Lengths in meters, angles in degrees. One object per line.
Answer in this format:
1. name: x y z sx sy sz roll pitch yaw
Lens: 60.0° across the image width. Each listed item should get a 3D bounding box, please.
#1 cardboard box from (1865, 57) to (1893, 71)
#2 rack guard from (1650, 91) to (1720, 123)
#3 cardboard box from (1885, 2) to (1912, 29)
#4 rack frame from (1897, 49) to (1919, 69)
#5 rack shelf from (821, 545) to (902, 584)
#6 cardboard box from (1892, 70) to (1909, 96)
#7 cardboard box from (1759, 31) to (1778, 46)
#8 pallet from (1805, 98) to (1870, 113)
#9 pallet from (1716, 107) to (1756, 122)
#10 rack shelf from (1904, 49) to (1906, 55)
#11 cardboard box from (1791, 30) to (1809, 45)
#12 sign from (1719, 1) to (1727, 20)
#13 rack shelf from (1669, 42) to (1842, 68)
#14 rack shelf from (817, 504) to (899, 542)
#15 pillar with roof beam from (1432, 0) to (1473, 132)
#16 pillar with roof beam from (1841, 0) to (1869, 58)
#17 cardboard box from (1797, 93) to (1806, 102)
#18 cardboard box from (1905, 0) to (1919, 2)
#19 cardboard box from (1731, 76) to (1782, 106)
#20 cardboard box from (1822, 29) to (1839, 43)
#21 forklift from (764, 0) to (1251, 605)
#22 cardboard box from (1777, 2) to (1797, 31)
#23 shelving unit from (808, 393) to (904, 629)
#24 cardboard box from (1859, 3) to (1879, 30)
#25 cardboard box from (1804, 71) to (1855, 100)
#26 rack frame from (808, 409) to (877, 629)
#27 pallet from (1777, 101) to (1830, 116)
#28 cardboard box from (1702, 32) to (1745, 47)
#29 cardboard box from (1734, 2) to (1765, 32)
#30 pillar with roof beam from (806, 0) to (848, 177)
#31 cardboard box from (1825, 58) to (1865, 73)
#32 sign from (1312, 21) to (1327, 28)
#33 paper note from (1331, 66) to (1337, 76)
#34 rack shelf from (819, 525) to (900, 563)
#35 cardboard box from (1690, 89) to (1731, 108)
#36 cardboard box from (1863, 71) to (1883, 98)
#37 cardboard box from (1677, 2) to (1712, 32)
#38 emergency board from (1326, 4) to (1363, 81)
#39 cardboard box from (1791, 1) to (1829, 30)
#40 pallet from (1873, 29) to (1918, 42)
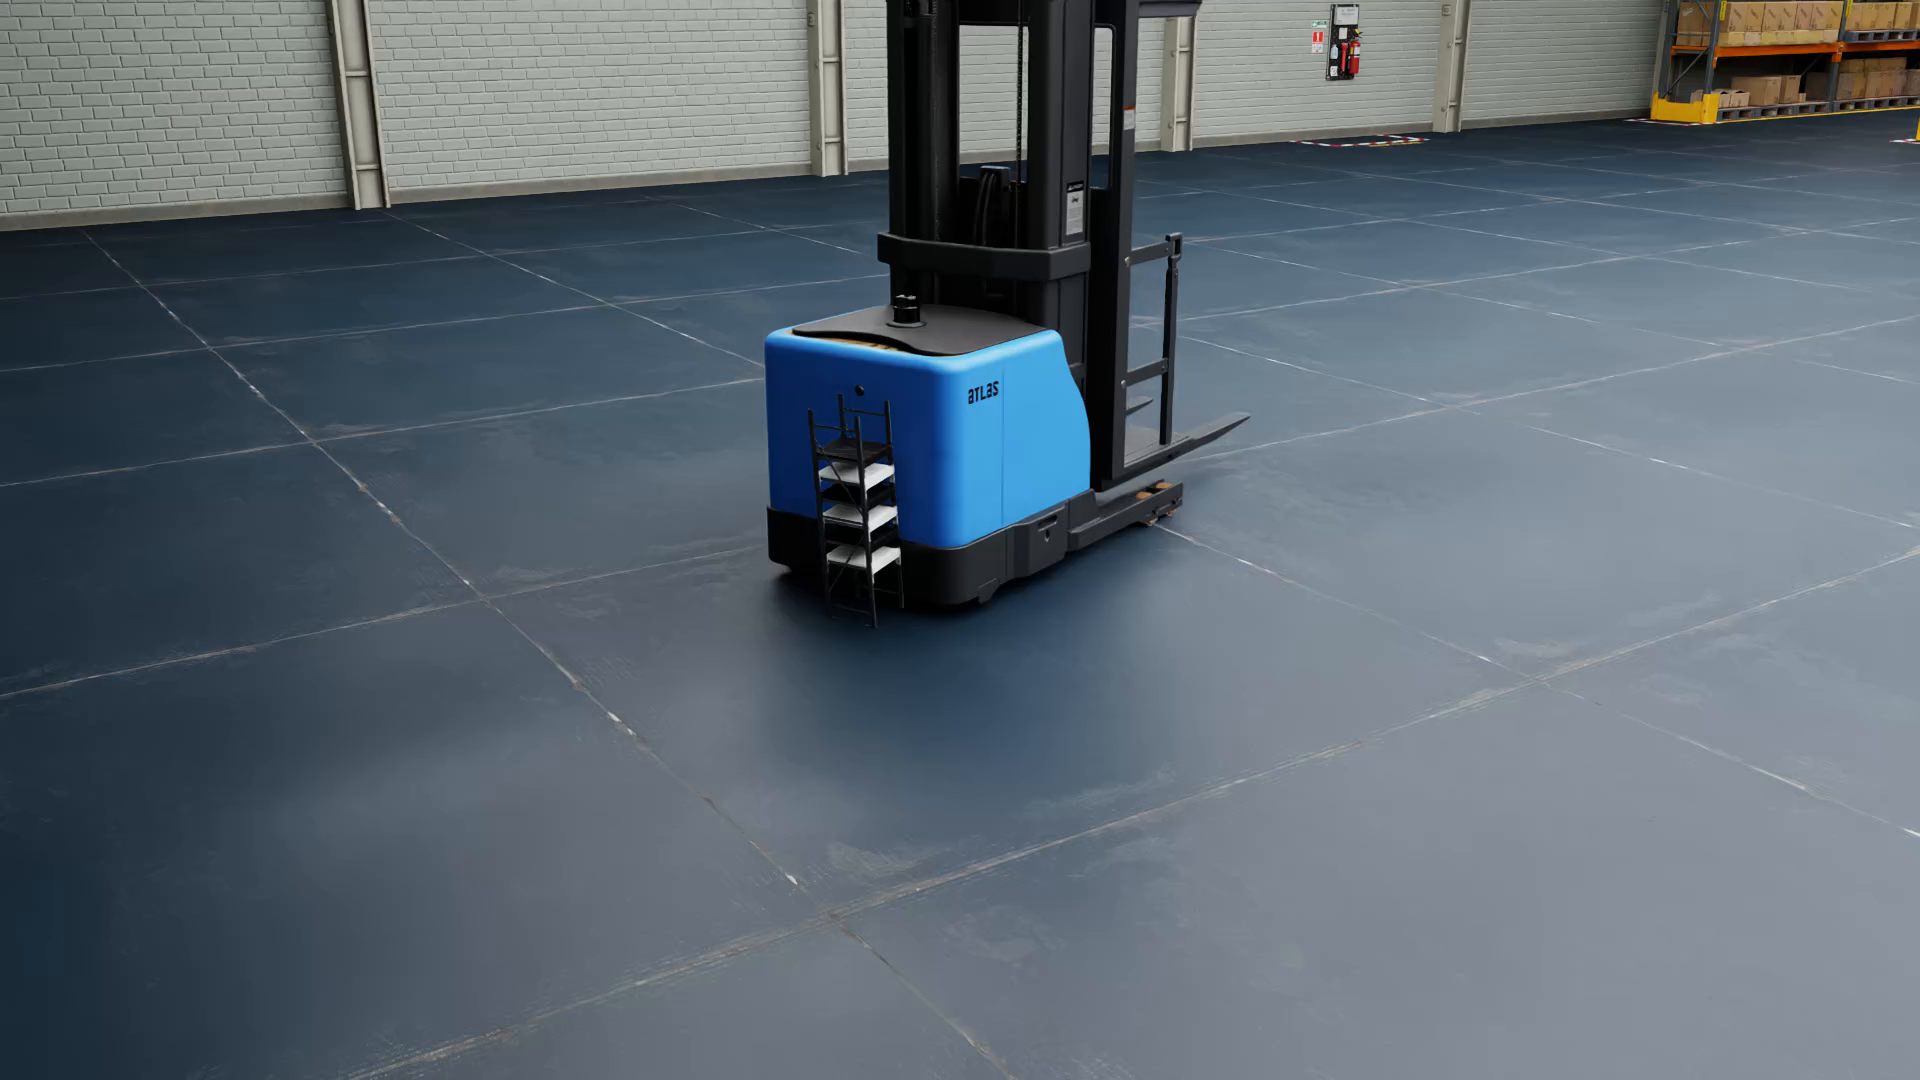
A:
1. cardboard box: 18.362 -9.571 33.418 0.500 0.250 0.500 -12 22 -32
2. rack guard: 13.254 -7.928 30.416 0.348 0.500 1.175 -12 22 -31
3. cardboard box: 18.457 -10.453 33.138 0.500 0.500 0.700 -12 22 -31
4. rack frame: 19.872 -10.508 34.144 0.127 3.000 1.000 -12 22 -31
5. rack shelf: -0.399 0.082 6.732 0.258 0.077 0.200 11 27 30
6. cardboard box: 18.805 -9.332 33.881 0.500 0.500 0.700 -12 22 -31
7. cardboard box: 14.628 -9.222 30.542 0.500 0.250 0.500 -12 22 -32
8. pallet: 17.181 -8.620 32.913 1.213 0.211 1.003 -12 22 -31
9. pallet: 13.952 -7.925 30.857 1.213 0.211 1.003 -12 22 -31
10. rack shelf: 21.543 -10.520 35.301 4.000 0.370 1.077 -12 22 -31
11. cardboard box: 15.470 -9.399 31.067 0.500 0.250 0.500 -12 22 -32
12. sign: 13.489 -9.364 29.408 0.005 0.325 0.100 -12 22 -31
13. rack shelf: 14.861 -9.111 31.133 4.000 0.370 1.077 -12 22 -31
14. rack shelf: -0.408 -0.083 6.660 0.258 0.077 0.200 11 27 30
15. pillar with roof beam: 10.656 -10.087 23.532 0.400 9.000 9.100 -12 22 -31
16. pillar with roof beam: 20.678 -12.201 29.784 0.400 9.000 9.100 -12 22 -31
17. cardboard box: 16.101 -8.568 32.141 0.250 0.166 0.380 -16 24 -38
18. cardboard box: 19.340 -10.942 33.571 0.250 0.149 0.380 -17 25 -40
19. cardboard box: 14.934 -8.437 31.235 0.500 0.500 0.700 -14 23 -35
20. cardboard box: 16.303 -9.578 31.594 0.500 0.250 0.500 -12 22 -31
21. forklift: 0.431 -1.534 7.706 1.130 2.935 3.031 13 23 34
22. cardboard box: 15.033 -9.664 30.680 0.500 0.500 0.500 -11 22 -30
23. shelving unit: -0.410 -0.113 6.647 0.258 0.900 0.210 11 27 30
24. cardboard box: 17.446 -10.237 32.497 0.500 0.500 0.700 -9 21 -26
25. cardboard box: 17.137 -8.962 32.786 0.500 0.500 0.700 -11 22 -30
26. rack frame: -0.463 -0.076 6.569 0.240 0.900 0.006 11 27 30
27. pallet: 15.990 -8.355 32.129 1.213 0.211 1.003 -12 22 -31
28. cardboard box: 13.773 -9.039 30.000 0.500 0.250 0.500 -13 22 -33
29. cardboard box: 14.173 -9.481 30.137 0.500 0.500 0.500 -12 22 -31
30. pillar with roof beam: 0.634 -7.974 17.280 0.400 9.000 9.100 -12 22 -31
31. cardboard box: 17.503 -9.396 32.899 0.500 0.250 0.500 -12 22 -33
32. sign: 5.694 -8.168 26.340 0.331 0.109 0.001 -12 22 -31
33. paper note: 6.018 -7.542 26.745 0.142 0.148 0.016 -12 22 -31
34. rack shelf: -0.403 0.000 6.696 0.258 0.077 0.200 11 27 30
35. cardboard box: 13.818 -8.132 30.625 0.500 0.311 0.500 -15 24 -37
36. cardboard box: 17.989 -9.146 33.329 0.500 0.500 0.700 -12 22 -31
37. cardboard box: 13.468 -9.533 30.290 0.500 0.500 0.500 -12 22 -32
38. emergency board: 6.204 -7.972 26.642 0.643 1.169 0.194 -12 22 -31
39. cardboard box: 15.893 -9.842 31.205 0.500 0.500 0.500 -12 22 -32
40. pallet: 18.241 -10.058 33.111 1.213 0.211 1.003 -12 22 -31
